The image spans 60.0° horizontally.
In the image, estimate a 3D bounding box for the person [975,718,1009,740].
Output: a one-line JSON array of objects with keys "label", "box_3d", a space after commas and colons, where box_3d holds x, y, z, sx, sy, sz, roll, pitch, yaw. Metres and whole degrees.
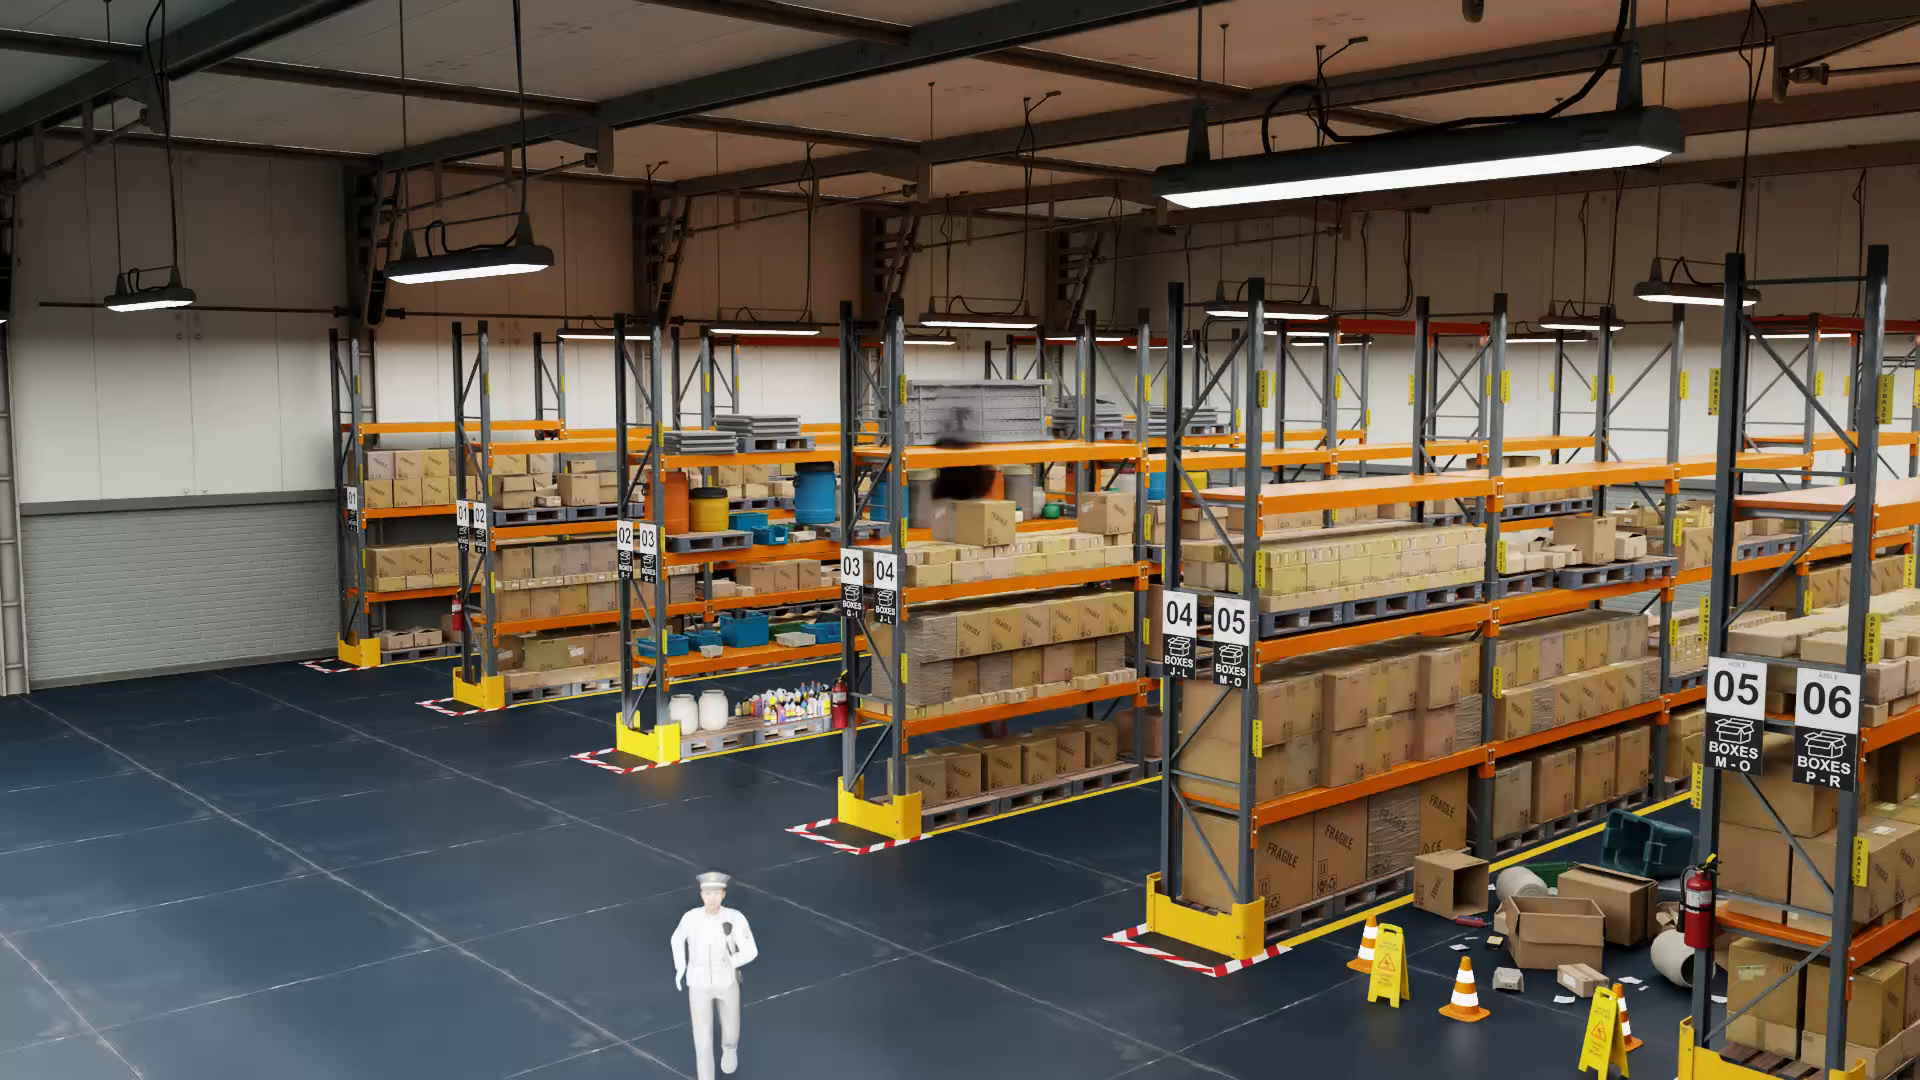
[{"label": "person", "box_3d": [0.474, 2.127, 22.296, 0.565, 1.639, 0.599, 5, 7, 39]}]

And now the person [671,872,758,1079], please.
[{"label": "person", "box_3d": [-1.745, 3.157, 11.790, 0.622, 1.670, 0.877, -1, 6, -5]}]

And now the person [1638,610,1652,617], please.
[{"label": "person", "box_3d": [10.076, 1.894, 24.474, 0.578, 1.745, 0.660, -4, 7, -36]}]
